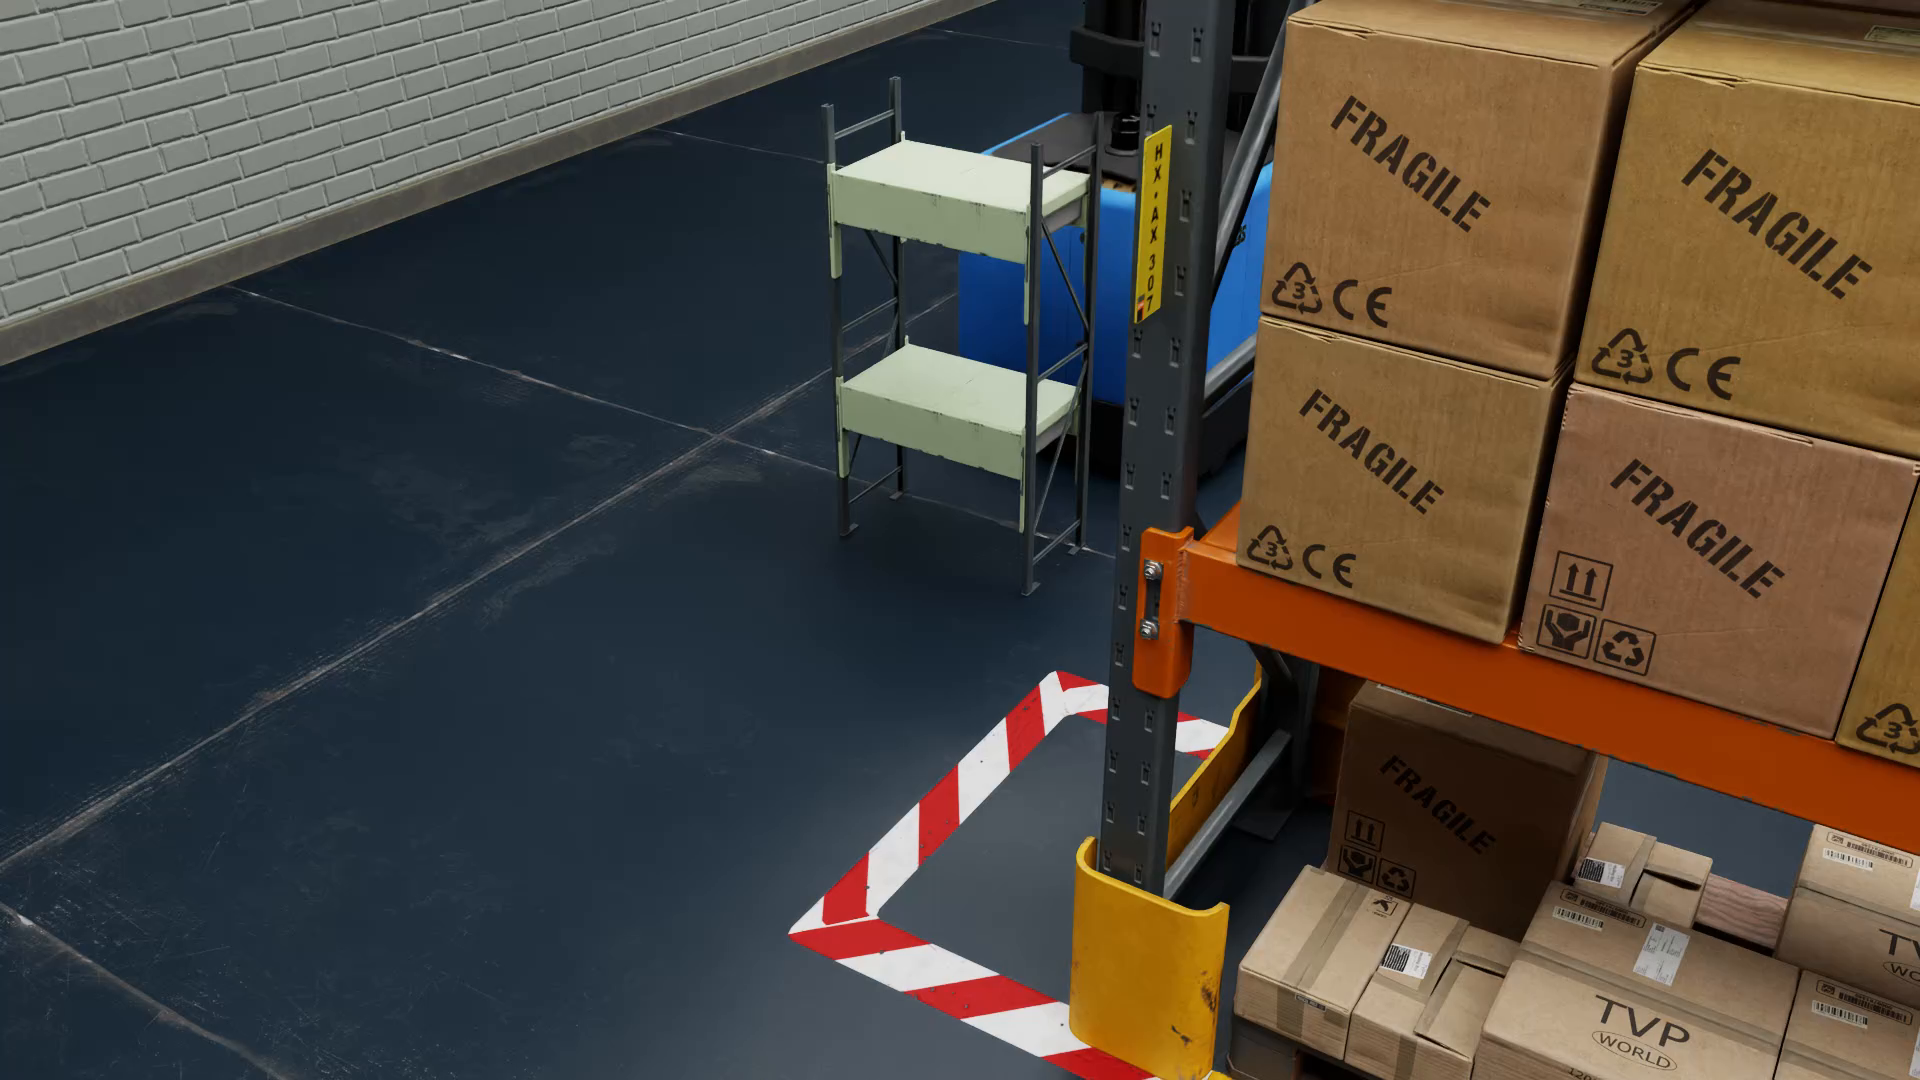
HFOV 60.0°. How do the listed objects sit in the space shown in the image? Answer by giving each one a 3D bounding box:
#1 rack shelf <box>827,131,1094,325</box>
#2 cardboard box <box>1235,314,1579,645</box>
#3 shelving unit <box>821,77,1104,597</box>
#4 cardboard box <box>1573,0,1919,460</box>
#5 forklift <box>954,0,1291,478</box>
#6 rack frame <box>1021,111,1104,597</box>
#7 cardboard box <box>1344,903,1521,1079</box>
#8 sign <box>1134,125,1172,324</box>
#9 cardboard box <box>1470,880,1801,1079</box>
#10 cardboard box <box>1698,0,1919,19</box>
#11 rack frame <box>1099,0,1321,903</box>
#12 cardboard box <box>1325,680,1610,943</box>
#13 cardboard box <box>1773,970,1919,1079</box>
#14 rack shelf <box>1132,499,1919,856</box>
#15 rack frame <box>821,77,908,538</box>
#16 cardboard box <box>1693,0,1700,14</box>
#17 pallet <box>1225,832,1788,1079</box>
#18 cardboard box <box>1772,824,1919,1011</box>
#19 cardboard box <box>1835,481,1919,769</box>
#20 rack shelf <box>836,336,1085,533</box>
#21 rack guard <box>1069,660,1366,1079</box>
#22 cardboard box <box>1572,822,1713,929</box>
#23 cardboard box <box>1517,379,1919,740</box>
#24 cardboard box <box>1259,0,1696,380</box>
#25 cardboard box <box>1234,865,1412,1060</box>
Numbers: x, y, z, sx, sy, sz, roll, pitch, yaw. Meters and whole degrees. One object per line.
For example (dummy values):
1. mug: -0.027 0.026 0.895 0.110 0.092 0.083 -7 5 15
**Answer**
1. rack shelf: 0.006 -0.983 5.172 0.720 0.370 0.431 18 35 27
2. cardboard box: 0.854 -0.204 3.024 0.500 0.500 0.500 18 35 28
3. shelving unit: 0.006 -0.646 5.369 0.755 1.500 0.431 18 35 27
4. cardboard box: 1.300 -0.499 2.537 0.500 0.500 0.500 18 35 28
5. forklift: 1.198 -2.178 6.574 1.130 2.935 3.031 18 35 28
6. rack frame: 0.316 -0.548 5.201 0.023 1.500 0.400 18 35 27
7. cardboard box: 1.002 0.967 3.490 0.250 0.166 0.380 18 35 27
8. sign: 0.330 -0.535 2.831 0.005 0.325 0.100 18 35 27
9. cardboard box: 1.351 1.006 3.341 0.500 0.250 0.500 18 35 27
10. cardboard box: 1.569 -0.730 2.934 0.500 0.500 0.500 19 35 29
11. rack frame: 0.618 -0.392 3.446 0.127 3.000 1.000 18 35 27
12. cardboard box: 1.209 0.538 3.895 0.500 0.500 0.500 18 35 27
13. cardboard box: 1.775 1.140 3.111 0.500 0.250 0.500 18 35 27
14. rack shelf: 2.312 0.454 2.709 4.000 0.370 1.077 18 35 27
15. rack frame: -0.304 -0.744 5.537 0.023 1.500 0.400 18 35 27
16. cardboard box: 1.141 -0.865 3.165 0.500 0.500 0.500 17 34 27
17. pallet: 1.358 1.046 3.748 1.213 0.211 1.003 18 35 27
18. cardboard box: 1.998 0.913 3.500 0.500 0.250 0.500 18 35 27
19. cardboard box: 1.717 0.068 2.558 0.500 0.500 0.500 17 35 27
20. rack shelf: 0.006 -0.364 5.533 0.720 0.370 0.431 18 35 27
21. rack guard: 0.682 0.708 4.041 0.348 0.500 1.175 18 35 27
22. cardboard box: 1.505 0.829 3.727 0.250 0.166 0.380 18 35 27
23. cardboard box: 1.293 -0.068 2.791 0.500 0.500 0.500 17 34 27
24. cardboard box: 0.854 -0.636 2.772 0.500 0.500 0.500 19 35 29
25. cardboard box: 0.790 0.908 3.610 0.250 0.149 0.380 18 35 27
